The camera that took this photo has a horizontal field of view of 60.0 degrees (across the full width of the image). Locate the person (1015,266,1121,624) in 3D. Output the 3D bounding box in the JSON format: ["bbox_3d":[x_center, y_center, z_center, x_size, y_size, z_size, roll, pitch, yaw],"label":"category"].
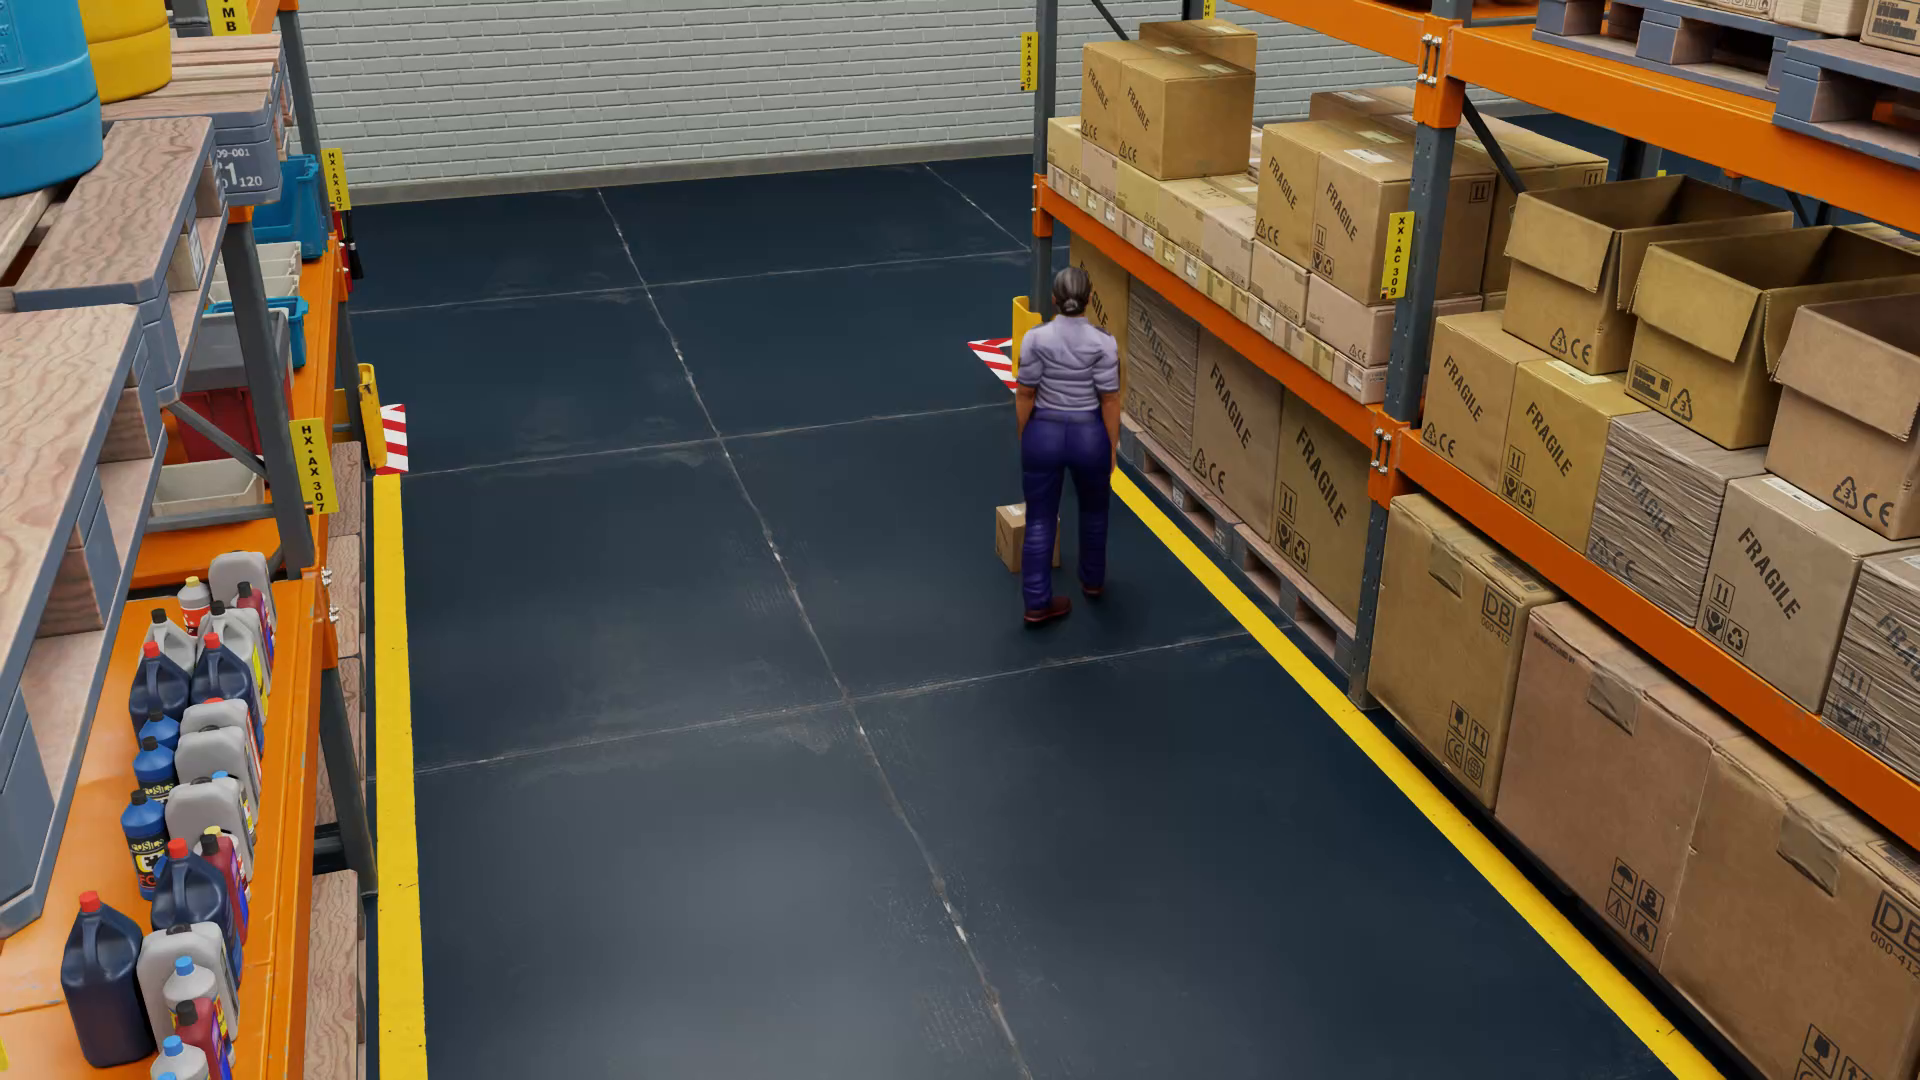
[{"bbox_3d":[0.487,-0.459,7.539,0.470,1.643,0.631,3,27,6],"label":"person"}]
